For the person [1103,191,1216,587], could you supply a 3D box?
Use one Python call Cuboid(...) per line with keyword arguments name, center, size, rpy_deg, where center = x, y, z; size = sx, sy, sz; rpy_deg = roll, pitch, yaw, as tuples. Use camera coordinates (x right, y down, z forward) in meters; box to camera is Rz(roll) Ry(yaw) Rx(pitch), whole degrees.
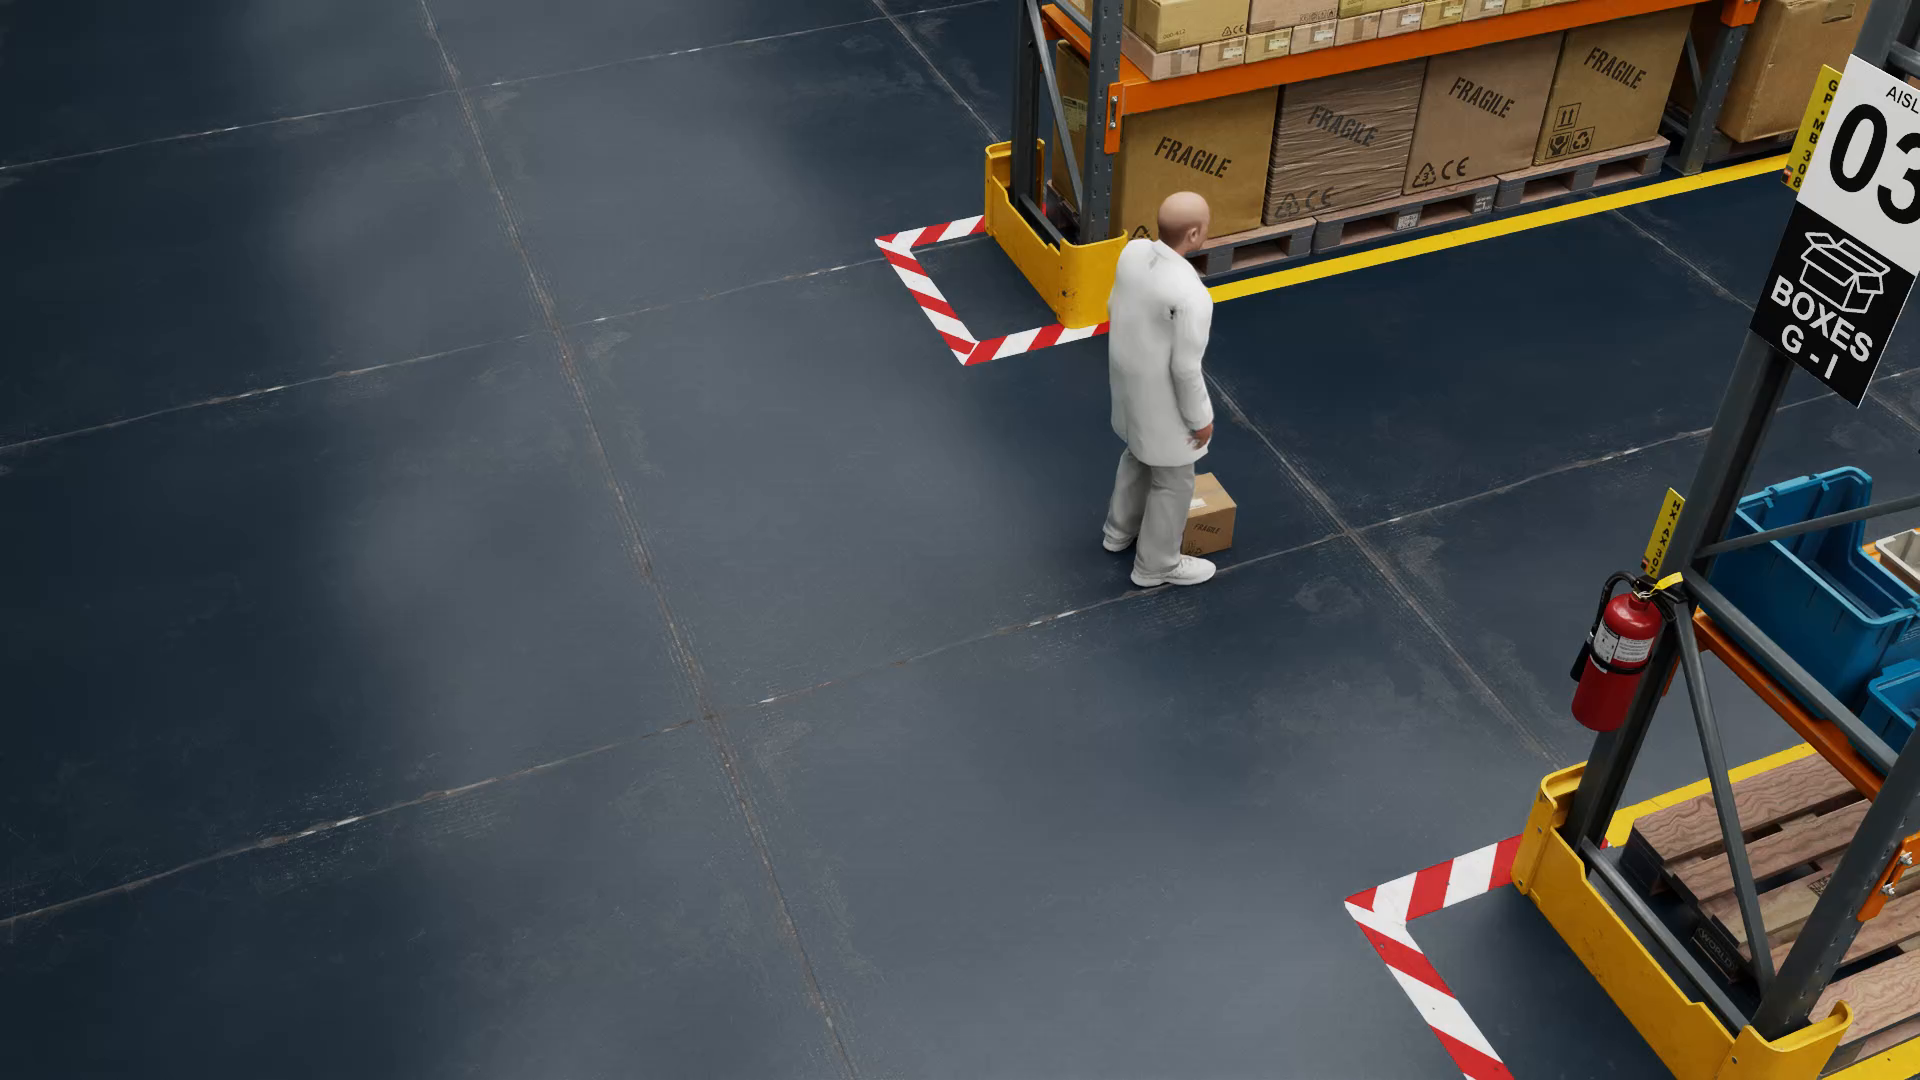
Cuboid(name="person", center=(0.827, -0.623, 6.882), size=(0.423, 1.774, 0.653), rpy_deg=(-18, 44, -19))
